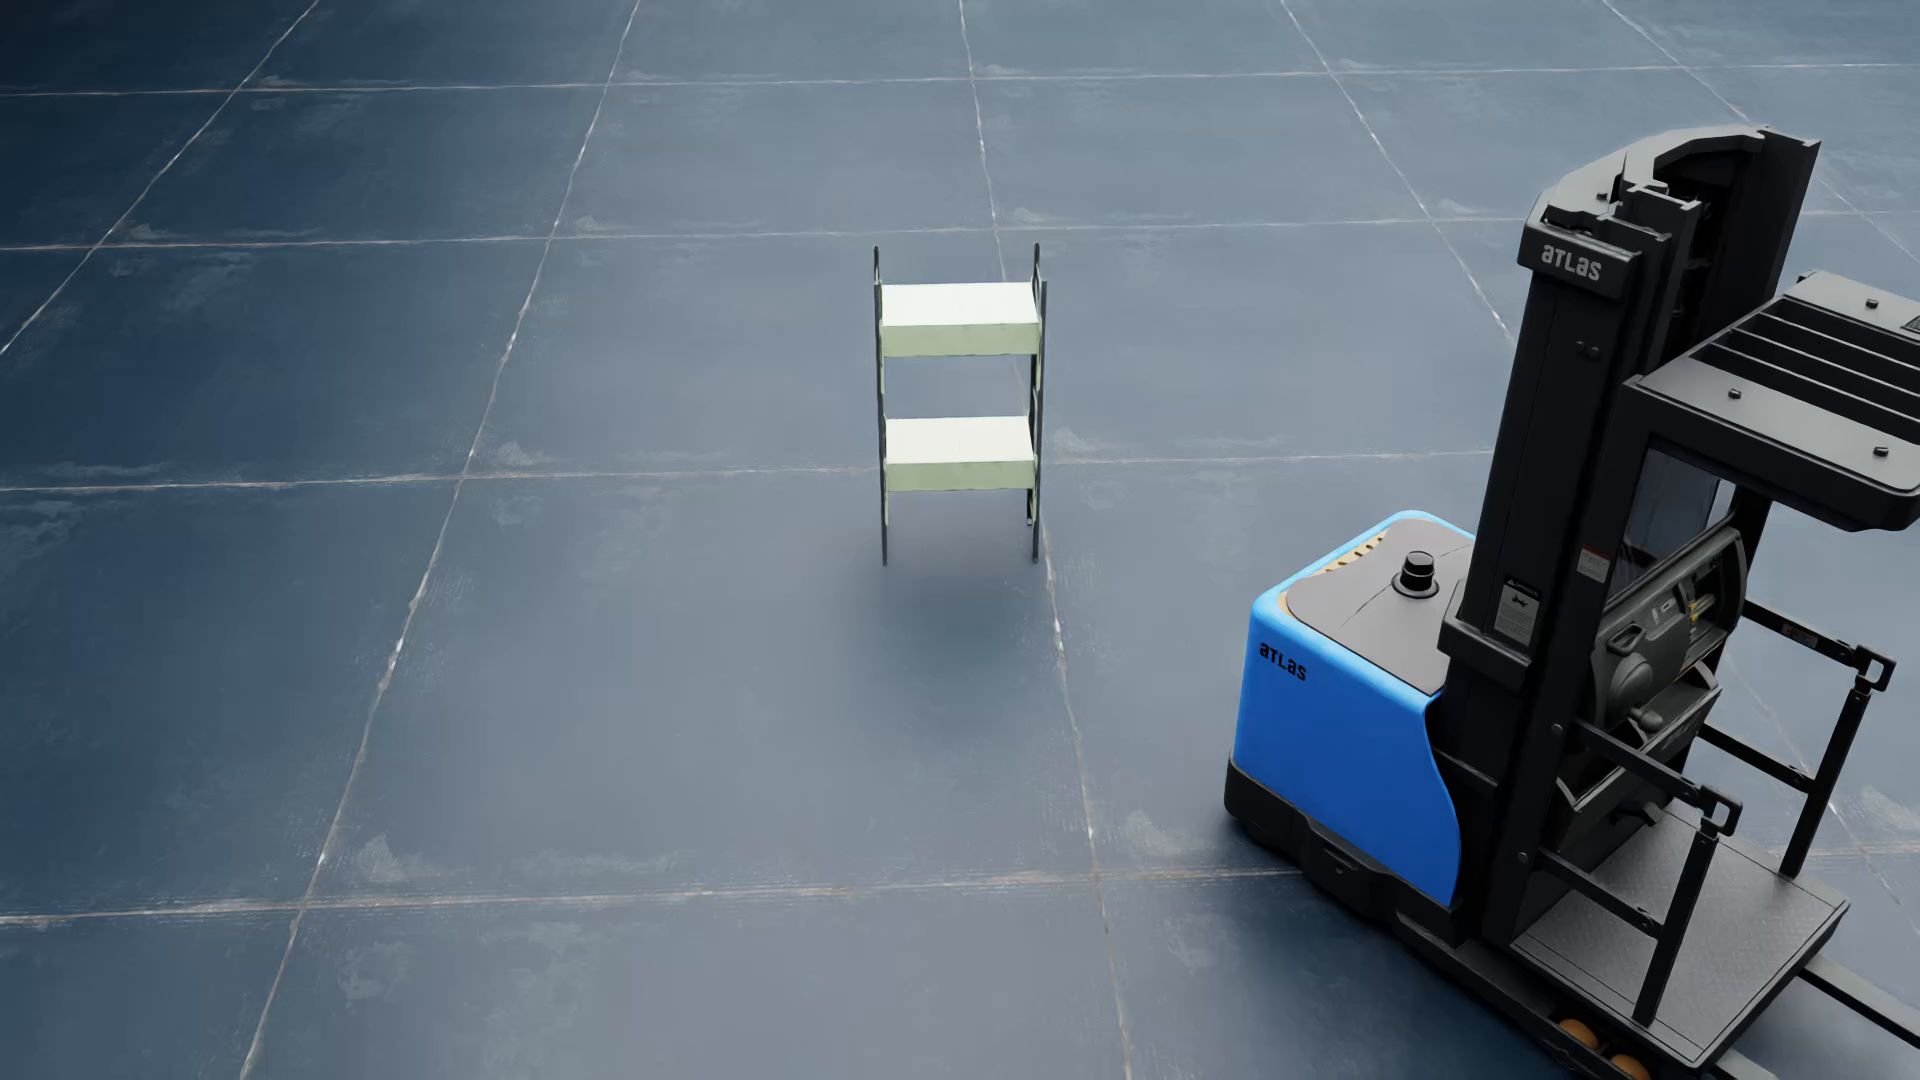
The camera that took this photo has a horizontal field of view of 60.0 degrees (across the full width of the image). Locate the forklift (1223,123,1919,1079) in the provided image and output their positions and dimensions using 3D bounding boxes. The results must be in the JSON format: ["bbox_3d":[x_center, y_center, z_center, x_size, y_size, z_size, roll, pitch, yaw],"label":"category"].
[{"bbox_3d":[2.398,0.346,5.175,1.130,2.935,3.031,-27,43,-33],"label":"forklift"}]

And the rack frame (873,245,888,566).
[{"bbox_3d":[-0.372,-0.607,7.809,0.023,1.500,0.400,-2,35,-2],"label":"rack frame"}]

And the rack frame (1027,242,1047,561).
[{"bbox_3d":[0.359,-0.626,7.837,0.023,1.500,0.400,-2,35,-2],"label":"rack frame"}]

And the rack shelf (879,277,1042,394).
[{"bbox_3d":[-0.007,-0.937,7.601,0.720,0.370,0.431,-2,35,-2],"label":"rack shelf"}]

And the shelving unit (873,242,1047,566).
[{"bbox_3d":[-0.007,-0.617,7.823,0.755,1.500,0.431,-2,35,-2],"label":"shelving unit"}]

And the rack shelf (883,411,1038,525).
[{"bbox_3d":[-0.007,-0.348,8.008,0.720,0.370,0.431,-2,35,-2],"label":"rack shelf"}]
